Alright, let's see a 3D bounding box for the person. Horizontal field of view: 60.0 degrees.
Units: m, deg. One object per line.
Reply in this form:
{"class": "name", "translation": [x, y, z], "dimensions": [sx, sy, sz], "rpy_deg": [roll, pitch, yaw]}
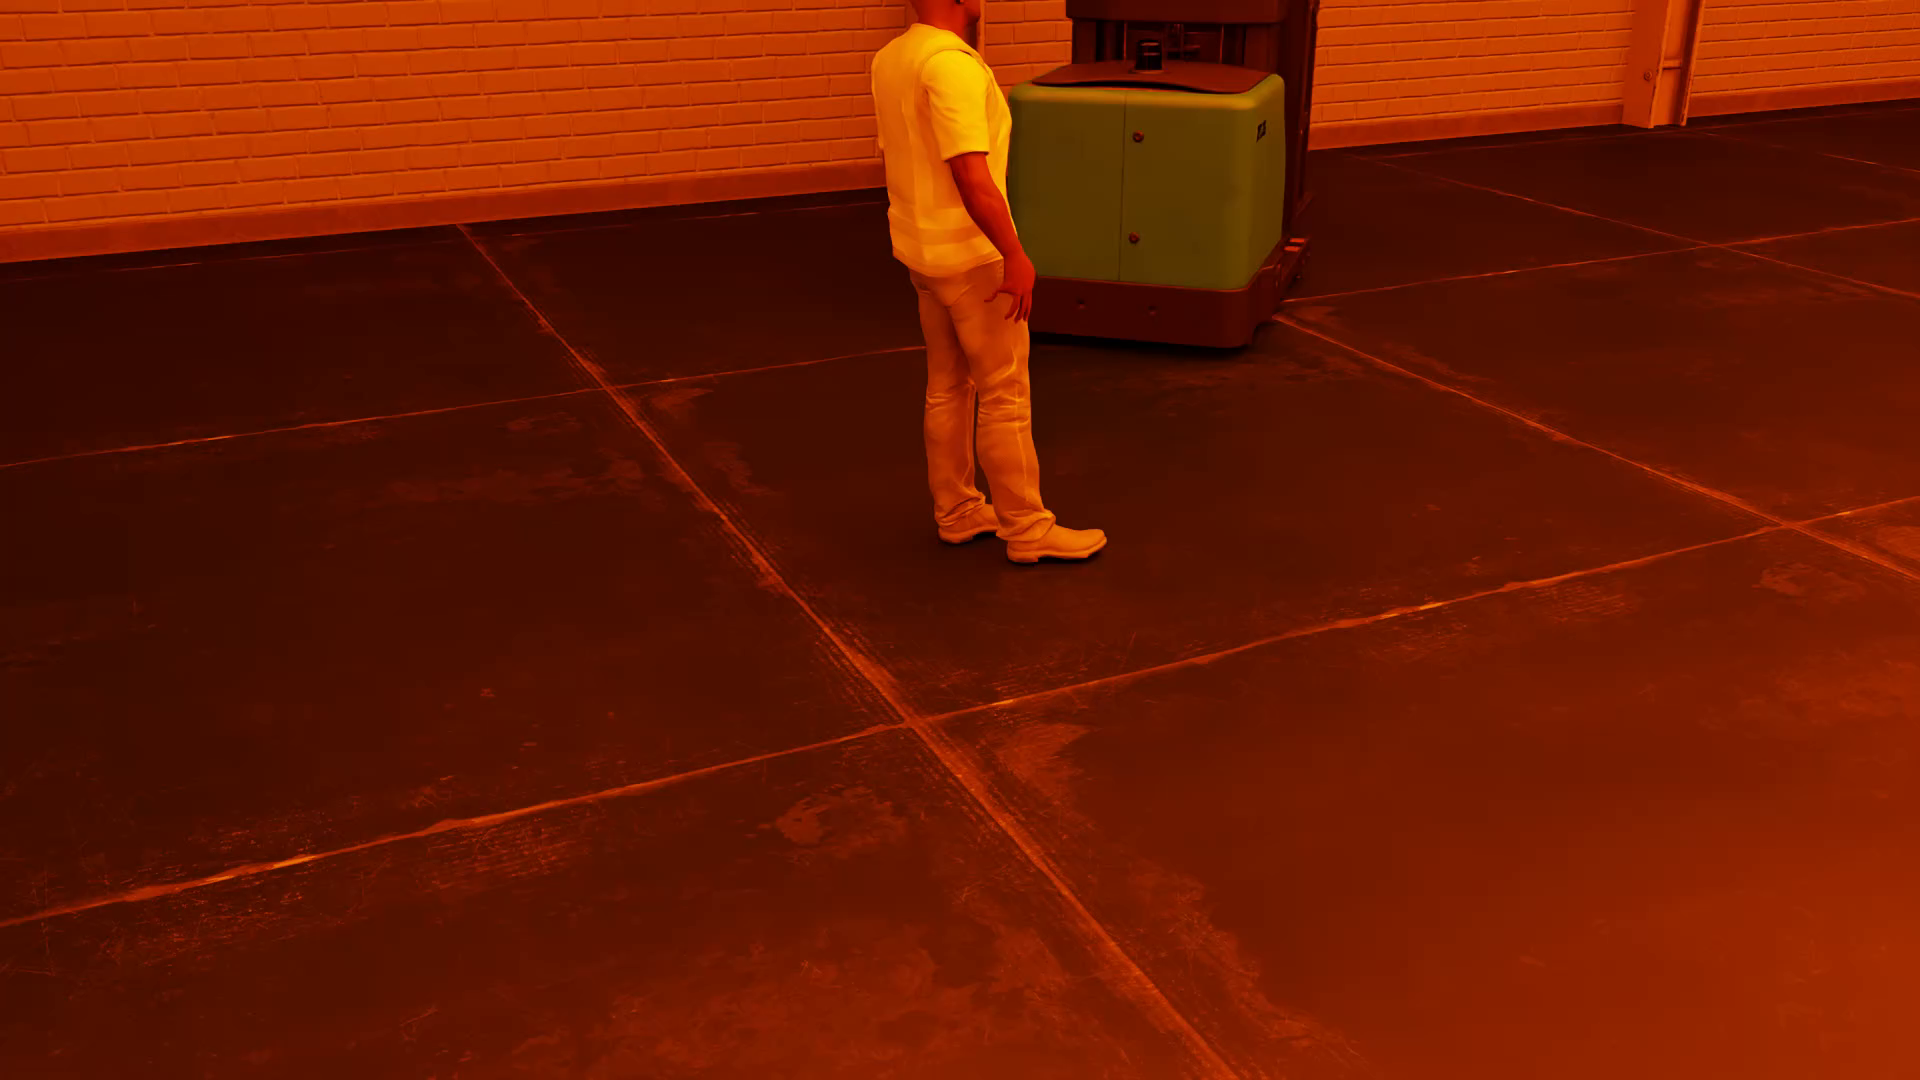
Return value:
{"class": "person", "translation": [0.066, -0.832, 4.789], "dimensions": [0.575, 1.768, 0.666], "rpy_deg": [-10, 25, -23]}

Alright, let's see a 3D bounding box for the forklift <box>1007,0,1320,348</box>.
{"class": "forklift", "translation": [1.132, -2.676, 7.727], "dimensions": [1.130, 2.935, 3.031], "rpy_deg": [7, 24, 17]}
